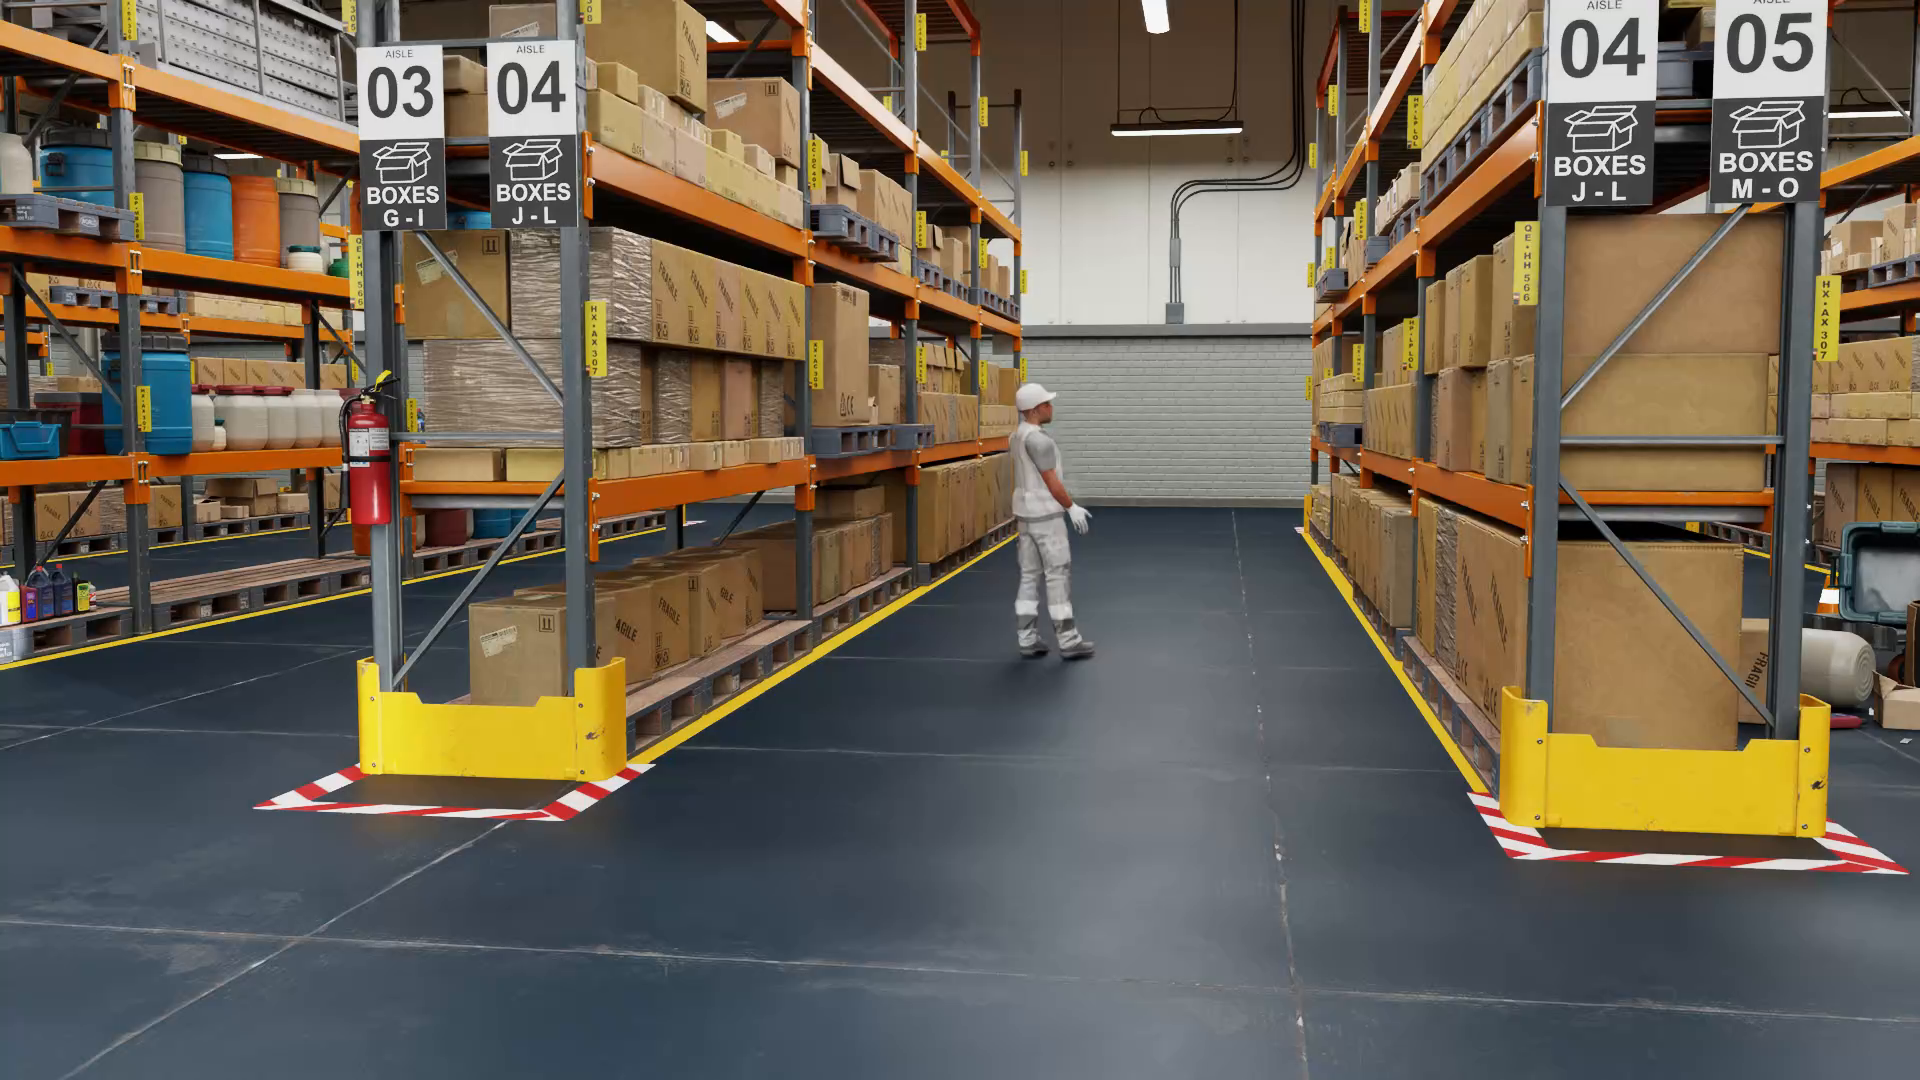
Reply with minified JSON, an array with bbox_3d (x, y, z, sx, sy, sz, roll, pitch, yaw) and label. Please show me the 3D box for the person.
[{"bbox_3d":[0.601,-0.135,10.984,0.552,1.794,0.531,-2,5,-22],"label":"person"}]
